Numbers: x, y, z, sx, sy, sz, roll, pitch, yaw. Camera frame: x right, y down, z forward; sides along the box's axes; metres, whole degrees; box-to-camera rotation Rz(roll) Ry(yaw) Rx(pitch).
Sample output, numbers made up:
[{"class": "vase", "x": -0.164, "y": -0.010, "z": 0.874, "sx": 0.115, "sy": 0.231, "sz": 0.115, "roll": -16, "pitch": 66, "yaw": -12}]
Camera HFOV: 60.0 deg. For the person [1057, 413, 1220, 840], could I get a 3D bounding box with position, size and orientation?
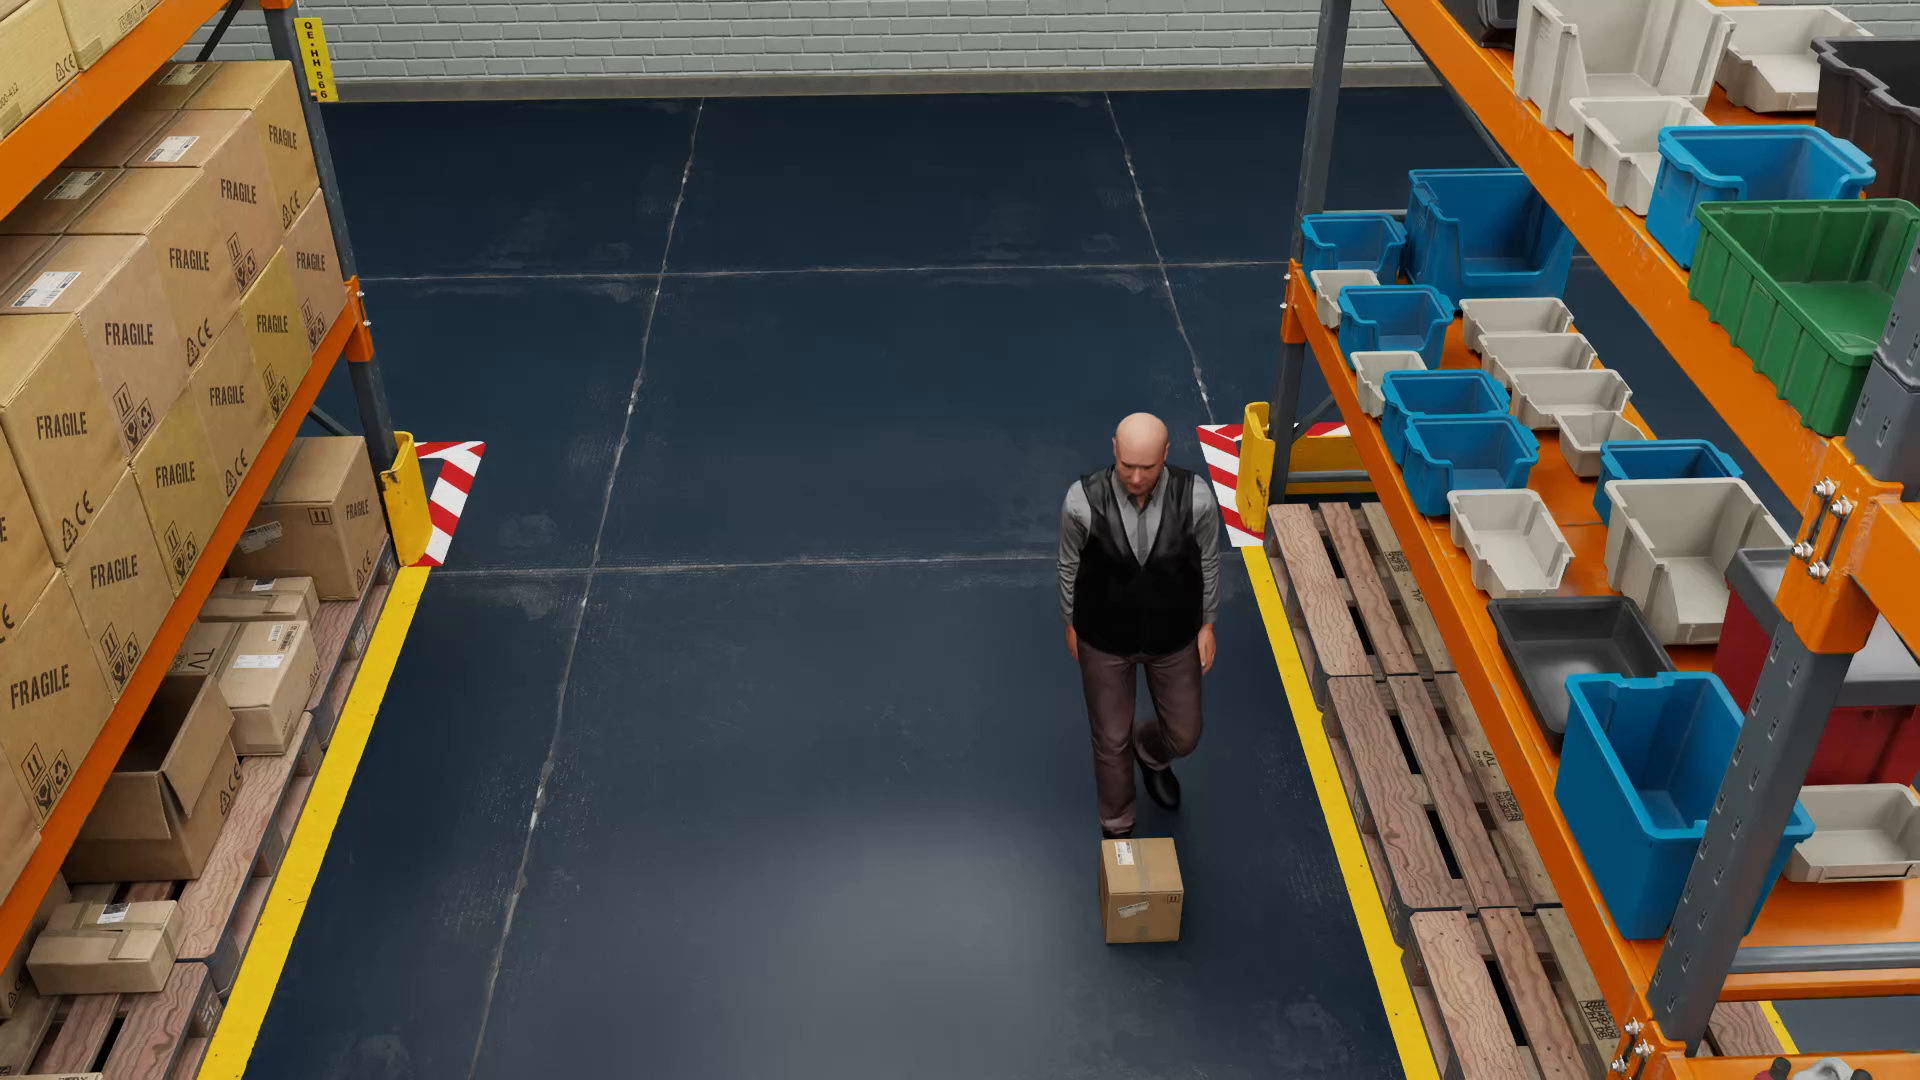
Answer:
[{"class": "person", "x": 0.603, "y": 0.353, "z": 5.647, "sx": 0.549, "sy": 1.712, "sz": 0.625, "roll": -1, "pitch": 35, "yaw": -1}]
